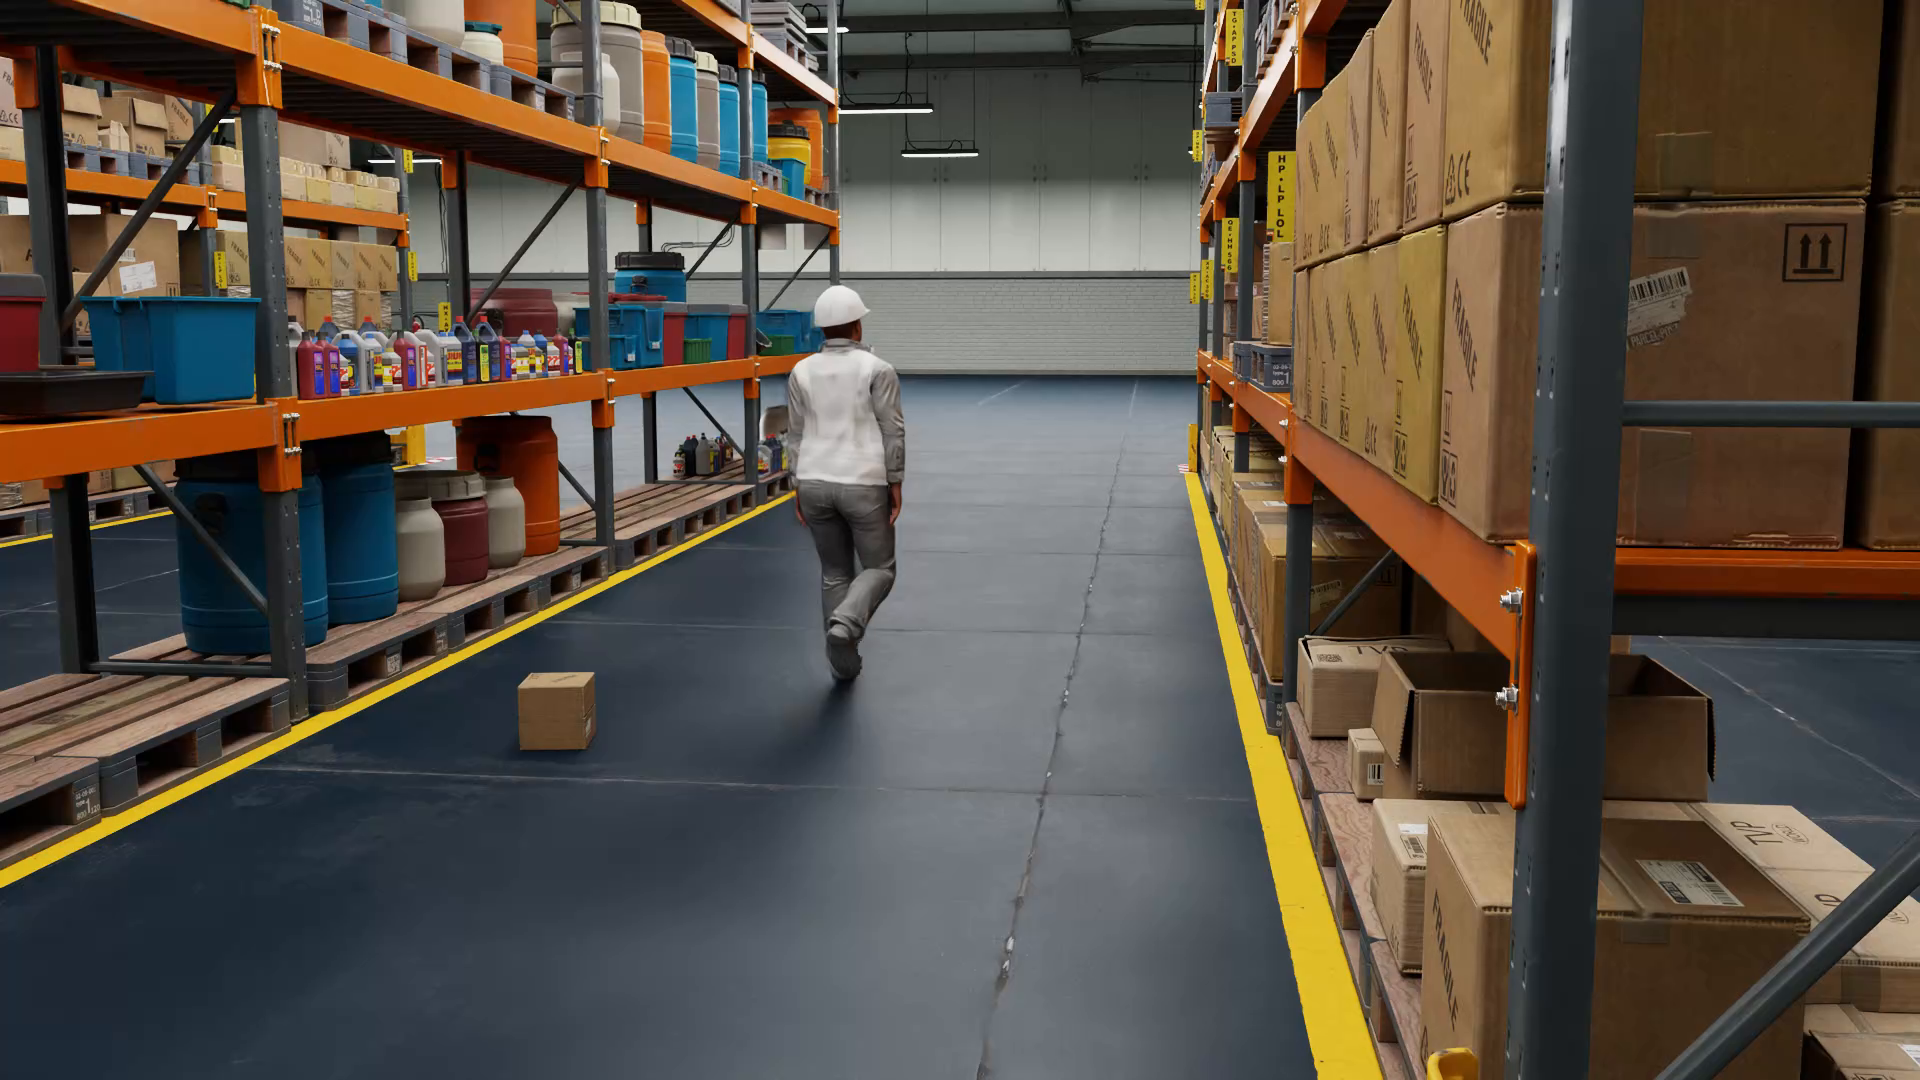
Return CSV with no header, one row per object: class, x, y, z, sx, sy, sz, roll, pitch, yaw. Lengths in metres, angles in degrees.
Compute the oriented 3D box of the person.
person,-0.536,-0.148,7.335,0.448,1.475,0.545,2,8,16
